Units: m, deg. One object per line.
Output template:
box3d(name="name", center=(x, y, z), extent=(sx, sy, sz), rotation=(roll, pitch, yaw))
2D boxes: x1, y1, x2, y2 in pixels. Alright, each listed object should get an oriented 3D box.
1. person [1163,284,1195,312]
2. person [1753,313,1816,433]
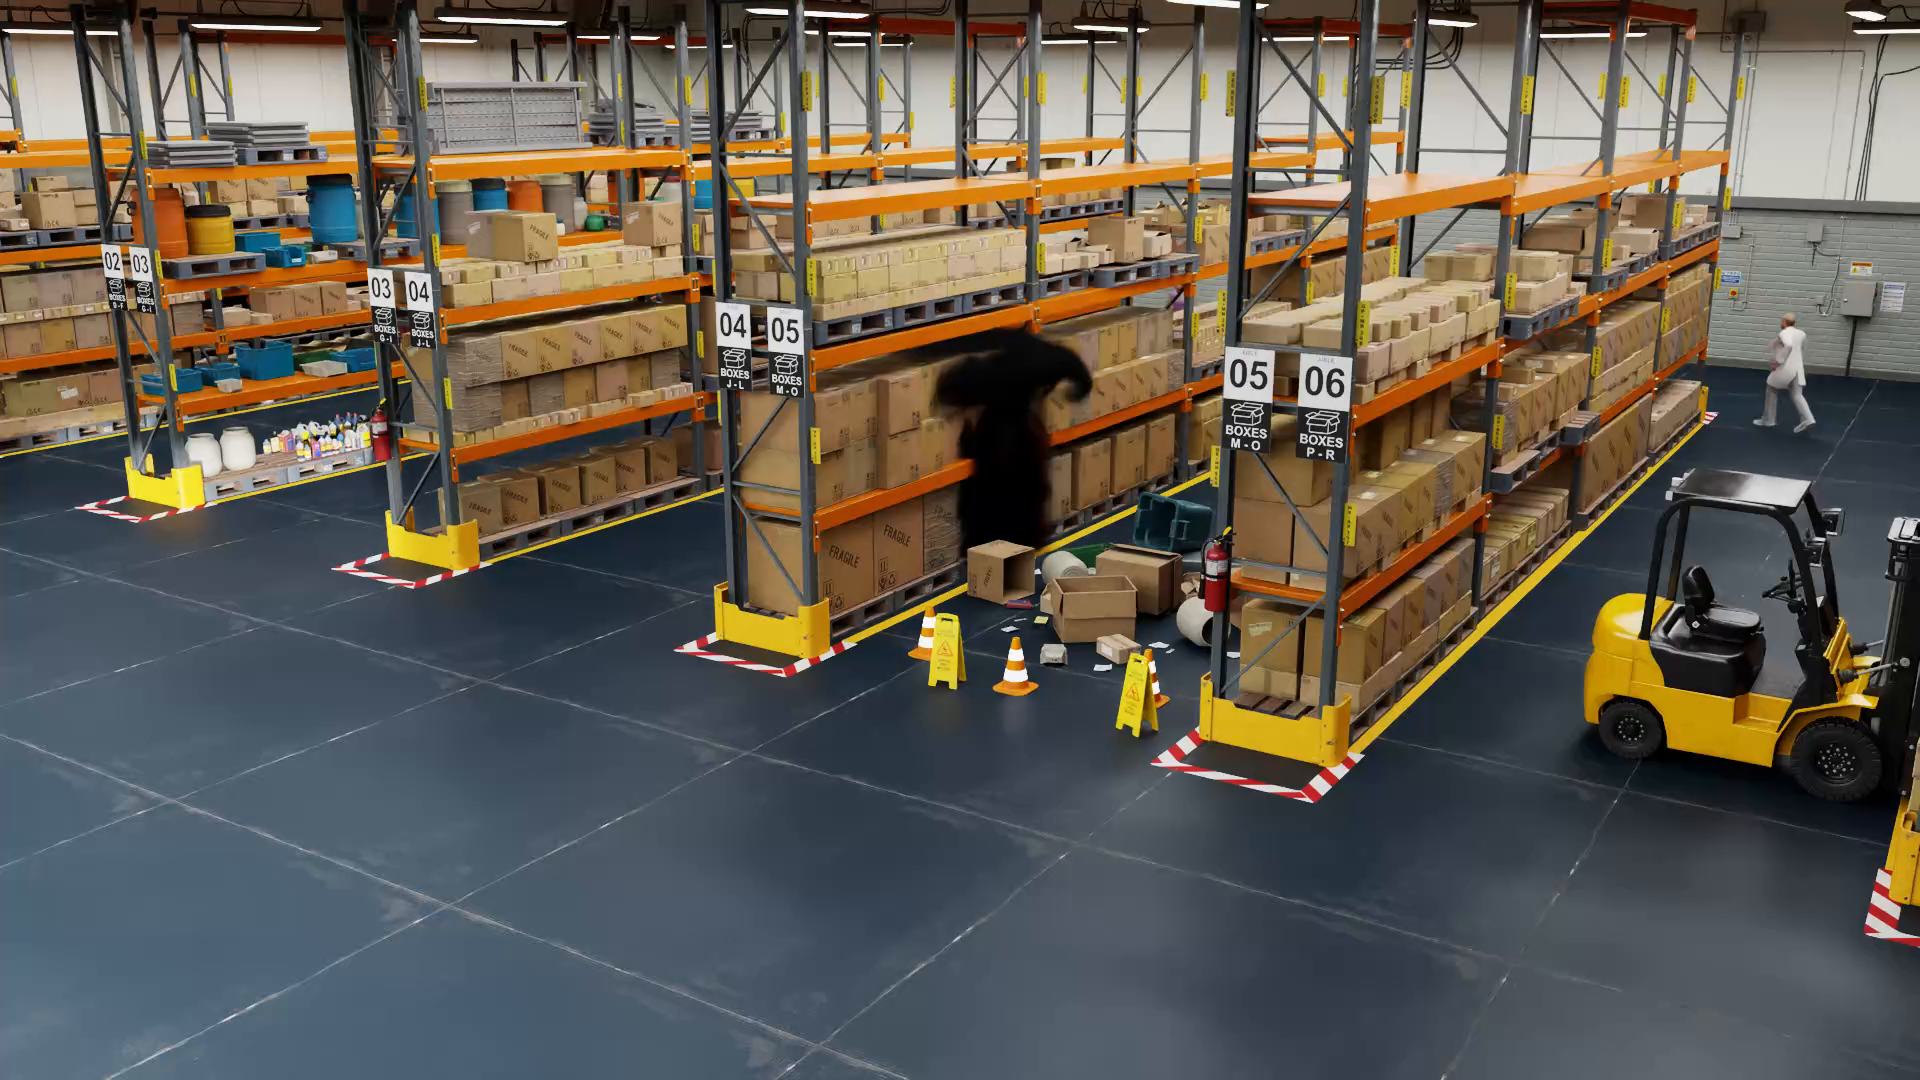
box3d(name="person", center=(4.019, -4.018, 30.585), extent=(0.525, 1.609, 0.861), rotation=(5, 16, 18))
box3d(name="person", center=(12.448, -2.501, 24.866), extent=(0.670, 1.735, 1.070), rotation=(-4, 16, -15))
